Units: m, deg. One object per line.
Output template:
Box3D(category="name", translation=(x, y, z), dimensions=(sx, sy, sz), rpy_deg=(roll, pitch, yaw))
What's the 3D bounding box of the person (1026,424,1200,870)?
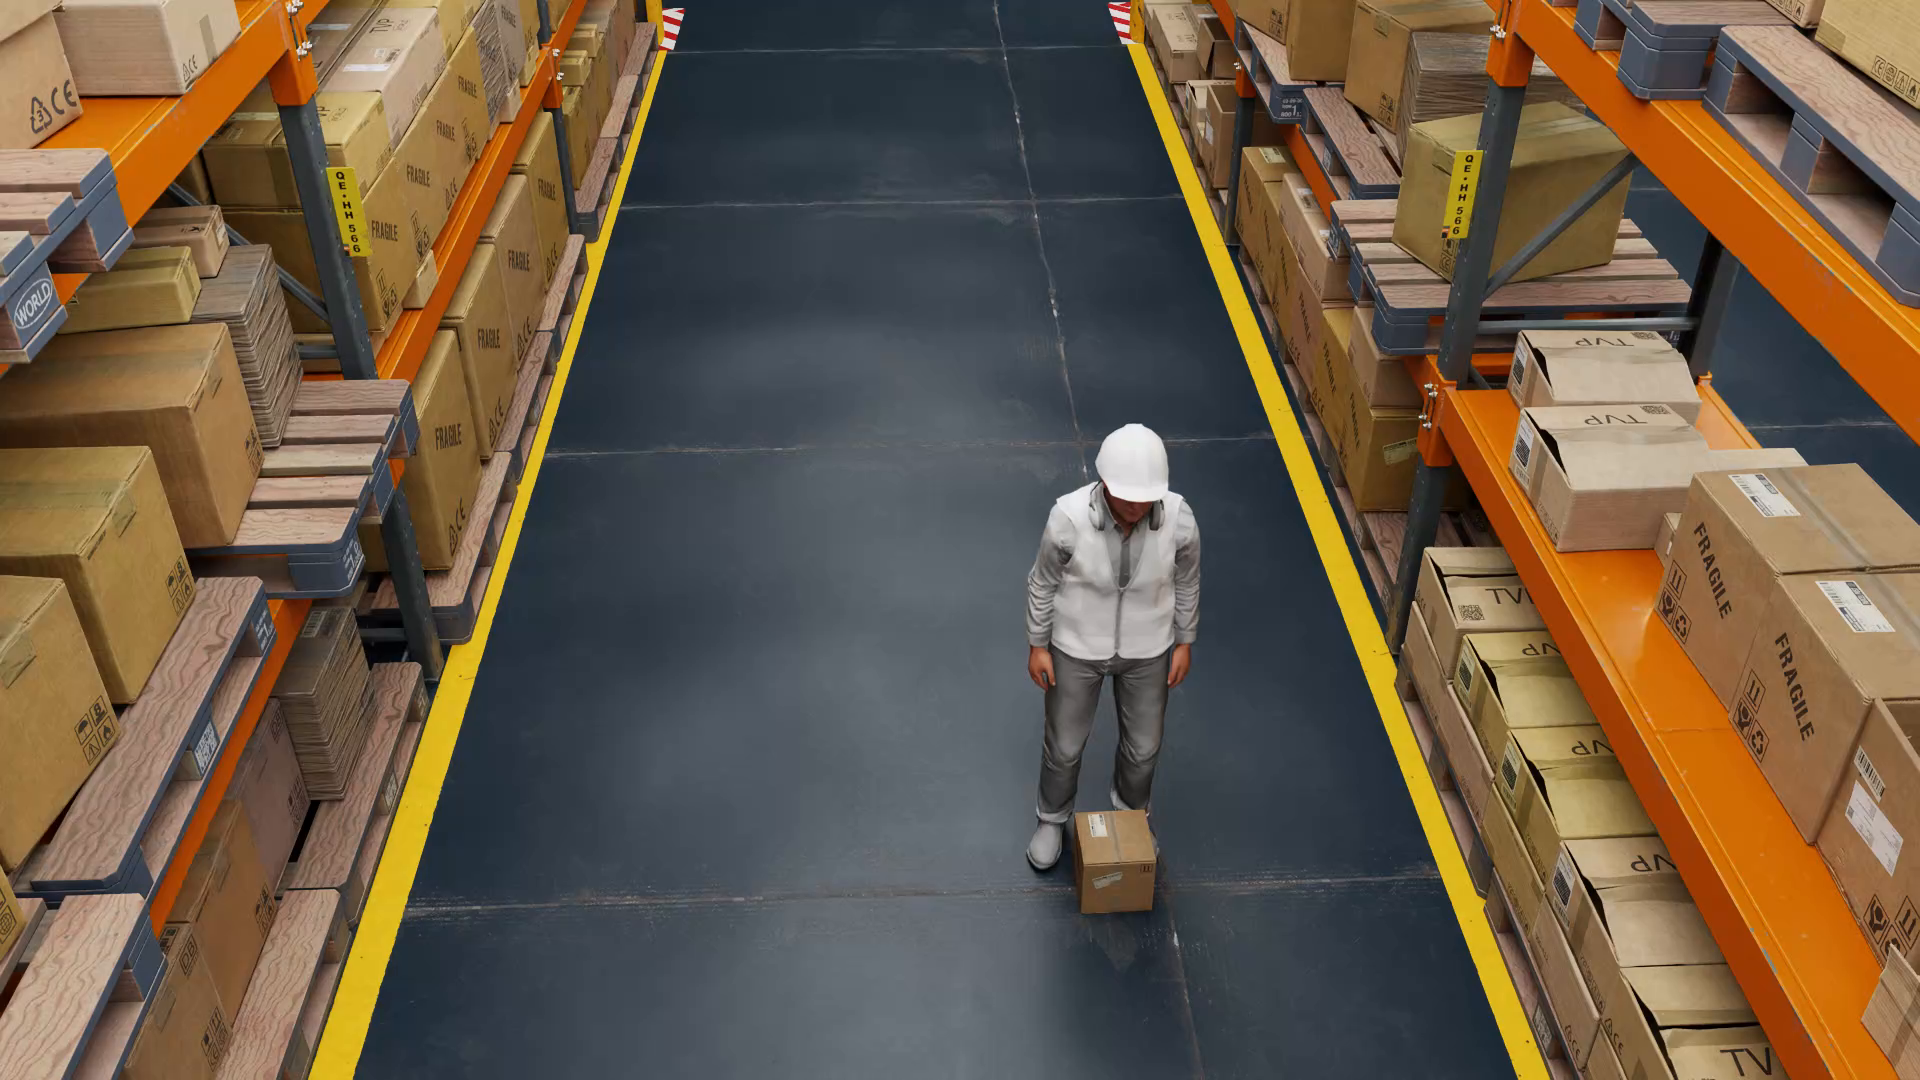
Box3D(category="person", translation=(0.511, 0.356, 5.614), dimensions=(0.579, 1.770, 0.465), rpy_deg=(-2, 35, -2))
